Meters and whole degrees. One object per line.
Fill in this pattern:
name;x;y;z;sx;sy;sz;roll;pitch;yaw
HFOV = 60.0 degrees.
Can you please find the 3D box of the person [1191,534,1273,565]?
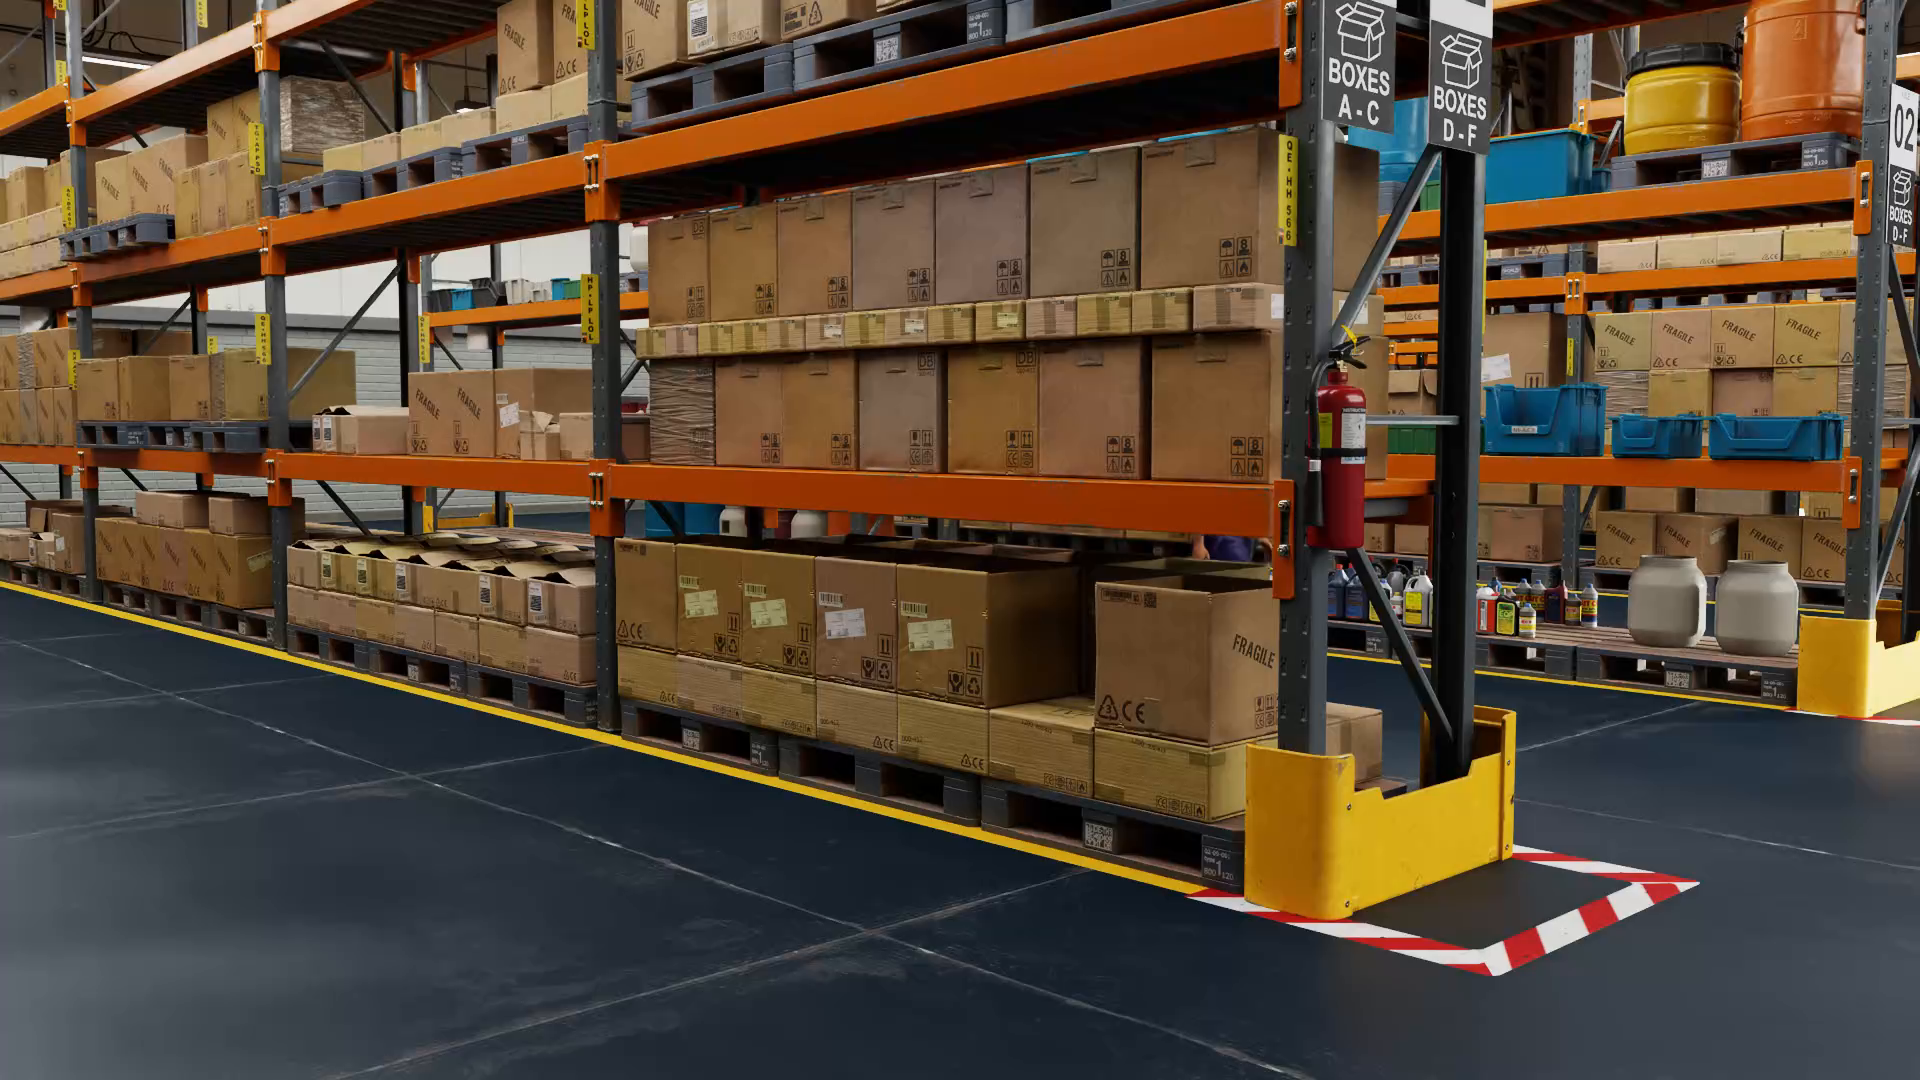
person;1.509;0.052;9.204;0.746;1.691;0.542;2;5;30
